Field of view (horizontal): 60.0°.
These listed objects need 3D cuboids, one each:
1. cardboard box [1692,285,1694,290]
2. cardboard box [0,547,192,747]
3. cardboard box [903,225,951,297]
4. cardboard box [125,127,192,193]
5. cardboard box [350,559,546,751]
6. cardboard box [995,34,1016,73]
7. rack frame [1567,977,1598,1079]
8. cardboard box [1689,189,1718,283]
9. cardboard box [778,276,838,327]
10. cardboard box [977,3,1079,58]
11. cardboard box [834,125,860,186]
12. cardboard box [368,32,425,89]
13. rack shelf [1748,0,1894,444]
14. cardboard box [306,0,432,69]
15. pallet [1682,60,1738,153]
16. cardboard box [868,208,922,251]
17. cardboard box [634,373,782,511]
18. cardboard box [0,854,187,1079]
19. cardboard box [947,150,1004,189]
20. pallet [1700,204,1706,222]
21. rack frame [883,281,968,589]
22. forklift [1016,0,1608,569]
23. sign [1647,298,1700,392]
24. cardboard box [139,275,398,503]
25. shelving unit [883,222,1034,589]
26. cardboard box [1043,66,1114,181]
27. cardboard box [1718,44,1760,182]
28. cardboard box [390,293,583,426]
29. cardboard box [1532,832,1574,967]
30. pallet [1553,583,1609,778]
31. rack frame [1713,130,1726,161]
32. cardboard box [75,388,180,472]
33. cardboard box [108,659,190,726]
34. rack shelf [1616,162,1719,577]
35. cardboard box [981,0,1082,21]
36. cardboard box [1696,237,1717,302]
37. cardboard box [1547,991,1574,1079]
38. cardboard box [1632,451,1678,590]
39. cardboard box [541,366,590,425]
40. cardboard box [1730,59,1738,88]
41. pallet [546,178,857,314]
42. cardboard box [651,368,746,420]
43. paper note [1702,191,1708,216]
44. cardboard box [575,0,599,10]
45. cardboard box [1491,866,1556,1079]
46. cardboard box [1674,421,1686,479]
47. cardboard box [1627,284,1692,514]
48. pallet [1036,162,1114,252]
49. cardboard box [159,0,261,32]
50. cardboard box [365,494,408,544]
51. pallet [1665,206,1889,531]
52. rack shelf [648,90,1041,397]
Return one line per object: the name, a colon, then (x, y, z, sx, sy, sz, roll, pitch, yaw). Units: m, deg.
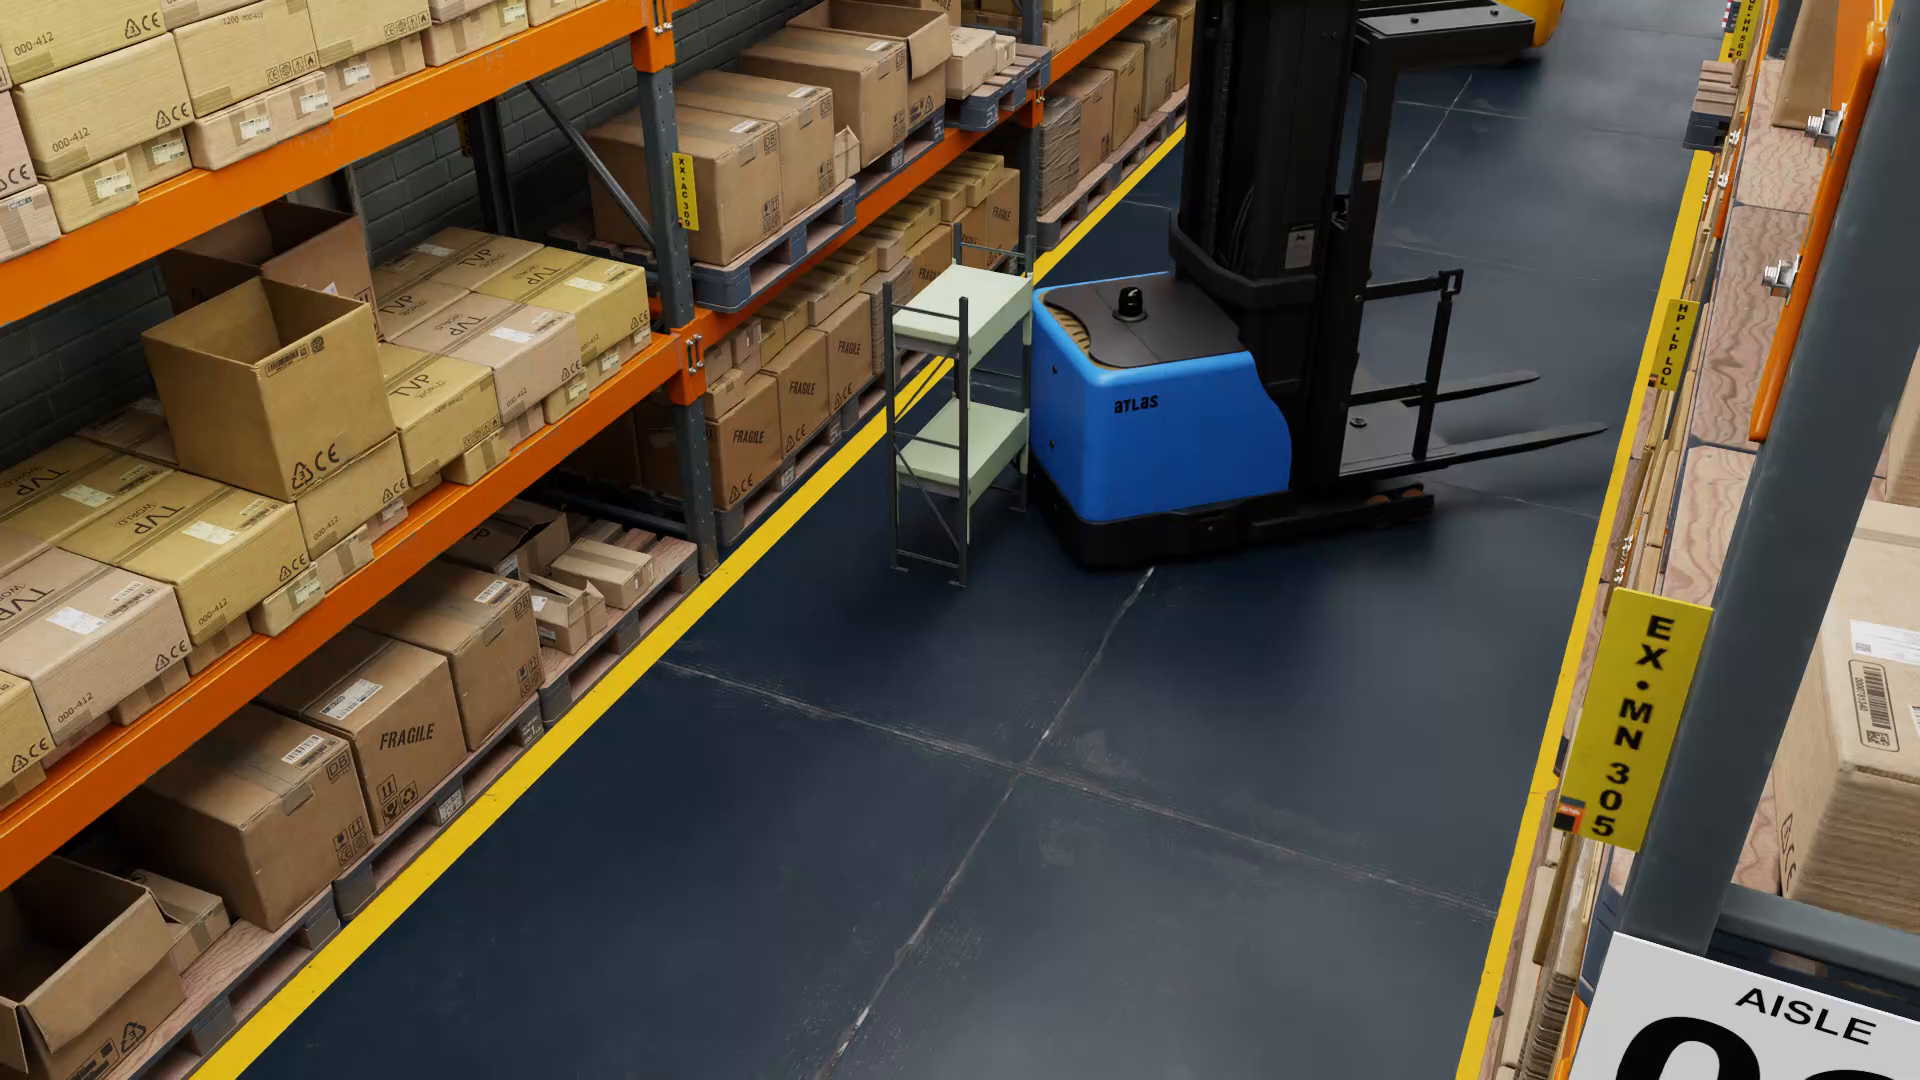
cardboard box: (3.682, -1.298, 7.631, 0.500, 0.250, 0.500, 15, 36, 22)
cardboard box: (-2.673, 0.304, 4.916, 0.500, 0.250, 0.500, 15, 36, 21)
cardboard box: (-0.388, -1.566, 9.799, 0.500, 0.500, 0.500, 16, 36, 23)
cardboard box: (-2.417, -1.104, 4.692, 0.380, 0.149, 0.250, 14, 36, 20)
cardboard box: (-2.149, 0.434, 6.749, 0.700, 0.500, 0.500, 13, 35, 19)
cardboard box: (0.103, -2.859, 9.720, 0.380, 0.149, 0.250, 15, 36, 21)
rack frame: (1.192, 1.918, 2.590, 1.000, 3.000, 0.127, 14, 36, 20)
cardboard box: (3.441, -1.265, 7.125, 0.500, 0.250, 0.500, 15, 36, 21)
cardboard box: (-0.869, -1.272, 8.759, 0.380, 0.149, 0.250, 14, 36, 20)
cardboard box: (0.437, -3.306, 10.693, 0.500, 0.250, 0.500, 14, 36, 21)
cardboard box: (-0.715, -1.935, 8.204, 0.396, 0.266, 0.258, 16, 36, 23)
cardboard box: (-1.998, -1.613, 5.468, 0.380, 0.149, 0.250, 15, 36, 22)
rack shelf: (2.029, -1.119, 2.771, 1.077, 0.370, 4.000, 14, 36, 20)
cardboard box: (-2.052, -1.716, 5.261, 0.500, 0.250, 0.500, 15, 36, 21)
pallet: (4.740, -2.366, 9.297, 1.213, 0.211, 1.003, 14, 36, 20)
cardboard box: (-0.439, -1.791, 9.552, 0.380, 0.149, 0.250, 14, 36, 20)
cardboard box: (-1.238, -0.531, 8.221, 0.500, 0.500, 0.500, 16, 36, 23)
cardboard box: (-2.976, 1.366, 5.324, 0.797, 0.503, 0.637, 13, 35, 19)
cardboard box: (0.052, -2.301, 10.329, 0.380, 0.149, 0.250, 12, 35, 18)
pallet: (5.379, -1.895, 10.947, 1.003, 0.211, 1.213, 14, 36, 20)
rack frame: (-0.150, -0.448, 7.566, 0.400, 1.500, 0.023, 14, 36, 20)
forklift: (1.866, -1.550, 7.941, 3.031, 2.935, 1.130, -10, 35, -15)
sign: (2.368, -0.645, 5.515, 0.100, 0.325, 0.005, 14, 36, 20)
cardboard box: (-2.256, -0.506, 5.467, 0.500, 0.500, 0.500, 15, 36, 22)
shelving unit: (0.003, -0.631, 7.844, 0.431, 1.500, 0.755, 14, 36, 20)
cardboard box: (0.569, -3.021, 11.904, 0.875, 0.625, 0.625, 15, 36, 22)
cardboard box: (3.681, -1.834, 7.308, 0.500, 0.500, 0.500, 15, 36, 22)
cardboard box: (-1.832, -0.710, 6.463, 0.500, 0.250, 0.500, 14, 36, 21)
cardboard box: (1.787, 0.810, 4.188, 0.500, 0.500, 0.500, 15, 36, 22)
pallet: (3.120, 0.690, 7.005, 1.003, 0.211, 1.213, 14, 36, 20)
rack frame: (6.212, -4.059, 11.704, 1.000, 3.000, 0.127, 14, 36, 20)
cardboard box: (-2.719, -0.333, 5.888, 0.500, 0.250, 0.500, 14, 36, 20)
cardboard box: (-2.627, 0.397, 5.138, 0.380, 0.149, 0.250, 15, 36, 22)
rack shelf: (3.702, -0.770, 7.344, 1.077, 0.370, 4.000, 14, 36, 20)
cardboard box: (0.459, -3.509, 10.547, 0.500, 0.250, 0.500, 14, 36, 20)
cardboard box: (2.824, -0.814, 5.753, 0.500, 0.500, 0.500, 15, 36, 22)
cardboard box: (1.177, 1.163, 2.738, 0.500, 0.500, 0.500, 15, 36, 22)
cardboard box: (2.005, 0.150, 4.283, 0.500, 0.500, 0.500, 15, 36, 21)
cardboard box: (-1.725, -0.620, 6.689, 0.380, 0.149, 0.250, 15, 36, 22)
cardboard box: (4.573, -2.640, 9.387, 0.380, 0.149, 0.250, 14, 36, 20)
pallet: (-1.211, -1.504, 7.983, 1.003, 0.211, 1.213, 14, 36, 20)
cardboard box: (-1.253, -0.730, 7.933, 0.380, 0.149, 0.250, 16, 36, 23)
paper note: (1.542, -0.694, 3.450, 0.006, 0.032, 0.123, 14, 36, 21)
cardboard box: (-1.527, -2.114, 6.232, 0.380, 0.149, 0.250, 14, 36, 20)
cardboard box: (2.131, 1.556, 5.096, 0.875, 0.438, 0.875, 13, 35, 19)
cardboard box: (2.039, -0.204, 4.231, 0.380, 0.149, 0.250, 13, 35, 19)
cardboard box: (3.797, -0.585, 7.962, 0.875, 0.875, 0.875, 15, 36, 21)
pallet: (0.409, -2.438, 11.776, 1.003, 0.211, 1.213, 14, 36, 20)
cardboard box: (-2.273, -1.666, 4.729, 0.500, 0.250, 0.500, 15, 36, 22)
cardboard box: (-2.210, -0.125, 5.934, 0.380, 0.149, 0.250, 14, 36, 20)
pallet: (2.002, -0.281, 3.289, 1.003, 0.211, 1.213, 14, 36, 20)
rack shelf: (-0.808, -1.906, 9.078, 1.077, 0.370, 4.000, 14, 36, 20)
